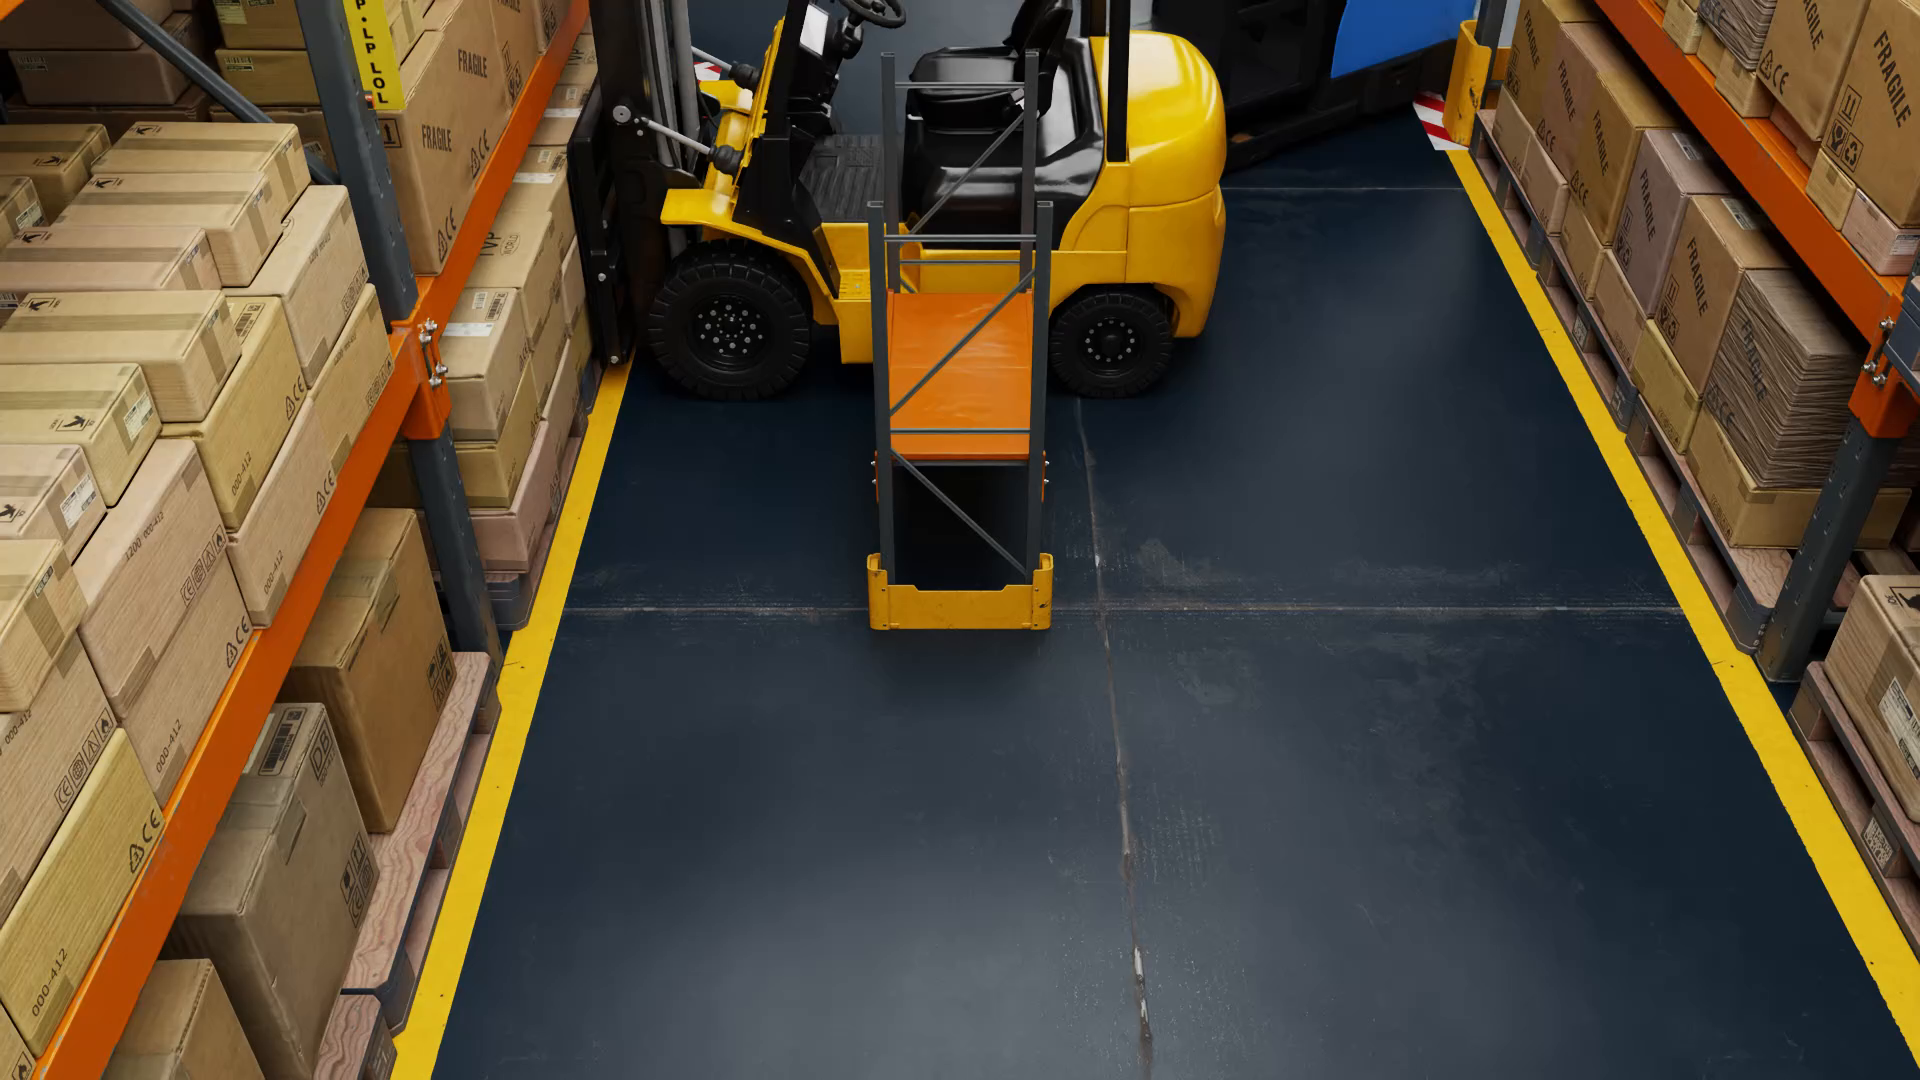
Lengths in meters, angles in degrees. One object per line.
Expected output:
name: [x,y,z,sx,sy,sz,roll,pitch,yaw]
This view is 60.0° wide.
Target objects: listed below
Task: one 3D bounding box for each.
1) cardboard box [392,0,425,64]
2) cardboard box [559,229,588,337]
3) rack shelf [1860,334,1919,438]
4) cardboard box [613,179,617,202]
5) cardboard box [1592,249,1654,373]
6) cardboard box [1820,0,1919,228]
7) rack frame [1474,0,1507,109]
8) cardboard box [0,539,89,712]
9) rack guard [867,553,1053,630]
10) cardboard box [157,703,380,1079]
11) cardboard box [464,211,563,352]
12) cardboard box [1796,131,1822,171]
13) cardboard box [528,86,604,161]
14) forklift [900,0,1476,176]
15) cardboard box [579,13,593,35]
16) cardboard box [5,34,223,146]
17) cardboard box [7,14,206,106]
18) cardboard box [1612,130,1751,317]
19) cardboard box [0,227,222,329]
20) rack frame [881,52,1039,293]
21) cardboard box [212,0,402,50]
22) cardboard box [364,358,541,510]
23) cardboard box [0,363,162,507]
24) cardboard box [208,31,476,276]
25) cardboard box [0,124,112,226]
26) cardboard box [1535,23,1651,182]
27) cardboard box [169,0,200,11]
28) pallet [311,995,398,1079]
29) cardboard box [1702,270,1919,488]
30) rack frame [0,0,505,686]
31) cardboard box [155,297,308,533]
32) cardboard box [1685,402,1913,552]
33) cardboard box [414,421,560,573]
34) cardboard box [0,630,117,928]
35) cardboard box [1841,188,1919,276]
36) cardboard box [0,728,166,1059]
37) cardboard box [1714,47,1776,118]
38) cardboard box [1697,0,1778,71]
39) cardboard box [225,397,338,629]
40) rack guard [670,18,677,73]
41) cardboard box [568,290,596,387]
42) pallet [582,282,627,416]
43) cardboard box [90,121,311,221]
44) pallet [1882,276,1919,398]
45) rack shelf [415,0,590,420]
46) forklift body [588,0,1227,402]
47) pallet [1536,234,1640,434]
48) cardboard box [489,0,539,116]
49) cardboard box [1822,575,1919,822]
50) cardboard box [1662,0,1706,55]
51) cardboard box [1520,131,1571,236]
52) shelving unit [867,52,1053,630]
cardboard box: [-1.684,-1.406,4.507,0.380,0.149,0.250,1,39,1]
cardboard box: [-1.628,-0.970,6.025,0.500,0.250,0.500,0,39,0]
rack shelf: [3.021,0.773,2.962,1.077,0.370,4.000,0,39,0]
cardboard box: [-1.625,-1.599,6.810,0.500,0.250,0.500,-1,39,-1]
cardboard box: [2.743,-0.870,6.300,0.500,0.250,0.500,1,39,1]
cardboard box: [2.769,-1.191,4.520,0.500,0.500,0.500,-1,39,-1]
rack frame: [3.014,-3.260,7.419,1.000,3.000,0.127,0,39,0]
cardboard box: [-1.614,0.134,2.586,0.380,0.149,0.250,-1,39,-1]
rack guard: [0.000,0.166,5.343,0.587,0.250,0.087,0,39,0]
cardboard box: [-1.940,0.822,3.889,0.875,0.625,0.625,0,39,0]
cardboard box: [-1.622,-0.856,5.483,0.500,0.250,0.500,0,39,0]
cardboard box: [2.784,-1.180,5.025,0.380,0.149,0.250,0,39,0]
cardboard box: [-1.627,-1.495,6.281,0.500,0.250,0.500,-1,39,-1]
forklift: [1.134,-3.227,7.432,3.031,2.935,1.130,-24,45,-27]
cardboard box: [-1.631,-2.128,7.070,0.500,0.250,0.500,1,39,1]
cardboard box: [-2.216,-1.072,4.609,0.500,0.500,0.500,0,39,0]
cardboard box: [-2.202,-1.245,4.307,0.380,0.149,0.250,0,39,0]
cardboard box: [2.746,-1.149,6.048,0.500,0.500,0.500,2,39,2]
cardboard box: [-1.757,-0.517,3.397,0.380,0.149,0.250,0,39,0]
rack frame: [-0.001,-0.956,5.744,0.500,1.500,0.032,0,39,0]
cardboard box: [-1.649,-1.360,4.212,0.380,0.149,0.250,1,39,1]
cardboard box: [-1.637,-0.341,5.240,0.500,0.250,0.500,0,39,0]
cardboard box: [-1.686,-0.188,2.988,0.380,0.149,0.250,-1,39,-1]
cardboard box: [-1.684,-1.069,4.605,0.500,0.500,0.500,-1,39,-1]
cardboard box: [-2.159,-0.825,3.782,0.380,0.149,0.250,-1,39,-1]
cardboard box: [2.744,-1.797,6.857,0.500,0.500,0.500,-1,39,-2]
cardboard box: [-2.206,-1.517,4.408,0.380,0.149,0.250,-1,39,-1]
pallet: [-1.901,1.561,3.633,1.003,0.211,1.213,0,39,0]
cardboard box: [2.750,-0.512,5.253,0.500,0.500,0.500,-1,39,-1]
rack frame: [-1.945,-0.752,4.290,1.000,3.000,0.127,0,39,0]
cardboard box: [-1.681,-0.260,3.396,0.500,0.250,0.500,-1,39,-1]
cardboard box: [2.749,-0.219,5.487,0.500,0.250,0.500,2,39,2]
cardboard box: [-1.614,-0.146,5.397,0.500,0.250,0.500,0,39,0]
cardboard box: [-1.704,0.375,2.604,0.500,0.250,0.500,0,39,1]
cardboard box: [2.713,-0.861,4.627,0.380,0.149,0.250,0,39,-1]
cardboard box: [-1.699,0.569,2.761,0.500,0.250,0.500,1,39,1]
cardboard box: [2.709,-1.496,5.420,0.380,0.149,0.250,-1,39,-1]
cardboard box: [2.757,-1.837,5.326,0.500,0.500,0.500,1,39,1]
cardboard box: [-1.677,-0.065,3.552,0.500,0.250,0.500,0,39,0]
rack guard: [-1.950,-2.293,8.212,1.175,0.500,0.348,0,39,0]
cardboard box: [-1.647,-0.785,6.194,0.500,0.250,0.500,1,39,1]
pallet: [-1.908,-0.927,6.737,1.003,0.211,1.213,0,39,0]
cardboard box: [-1.723,-0.831,3.790,0.380,0.149,0.250,1,39,2]
pallet: [2.874,-0.205,3.761,1.003,0.211,1.213,0,39,0]
rack shelf: [-1.947,-1.722,6.076,1.077,0.370,4.000,0,39,0]
forklift body: [-0.123,-1.738,6.199,2.313,2.155,1.214,0,39,0]
pallet: [2.978,-0.855,6.648,1.003,0.211,1.213,0,39,0]
cardboard box: [-1.703,-1.711,5.407,0.500,0.500,0.500,0,39,0]
cardboard box: [3.022,0.431,4.579,0.950,0.372,0.625,0,39,1]
cardboard box: [2.702,-1.817,5.820,0.380,0.149,0.250,0,39,0]
cardboard box: [2.731,-1.527,7.119,0.500,0.250,0.500,1,39,2]
shelving unit: [0.000,-0.633,5.340,0.587,1.500,1.083,0,39,0]
